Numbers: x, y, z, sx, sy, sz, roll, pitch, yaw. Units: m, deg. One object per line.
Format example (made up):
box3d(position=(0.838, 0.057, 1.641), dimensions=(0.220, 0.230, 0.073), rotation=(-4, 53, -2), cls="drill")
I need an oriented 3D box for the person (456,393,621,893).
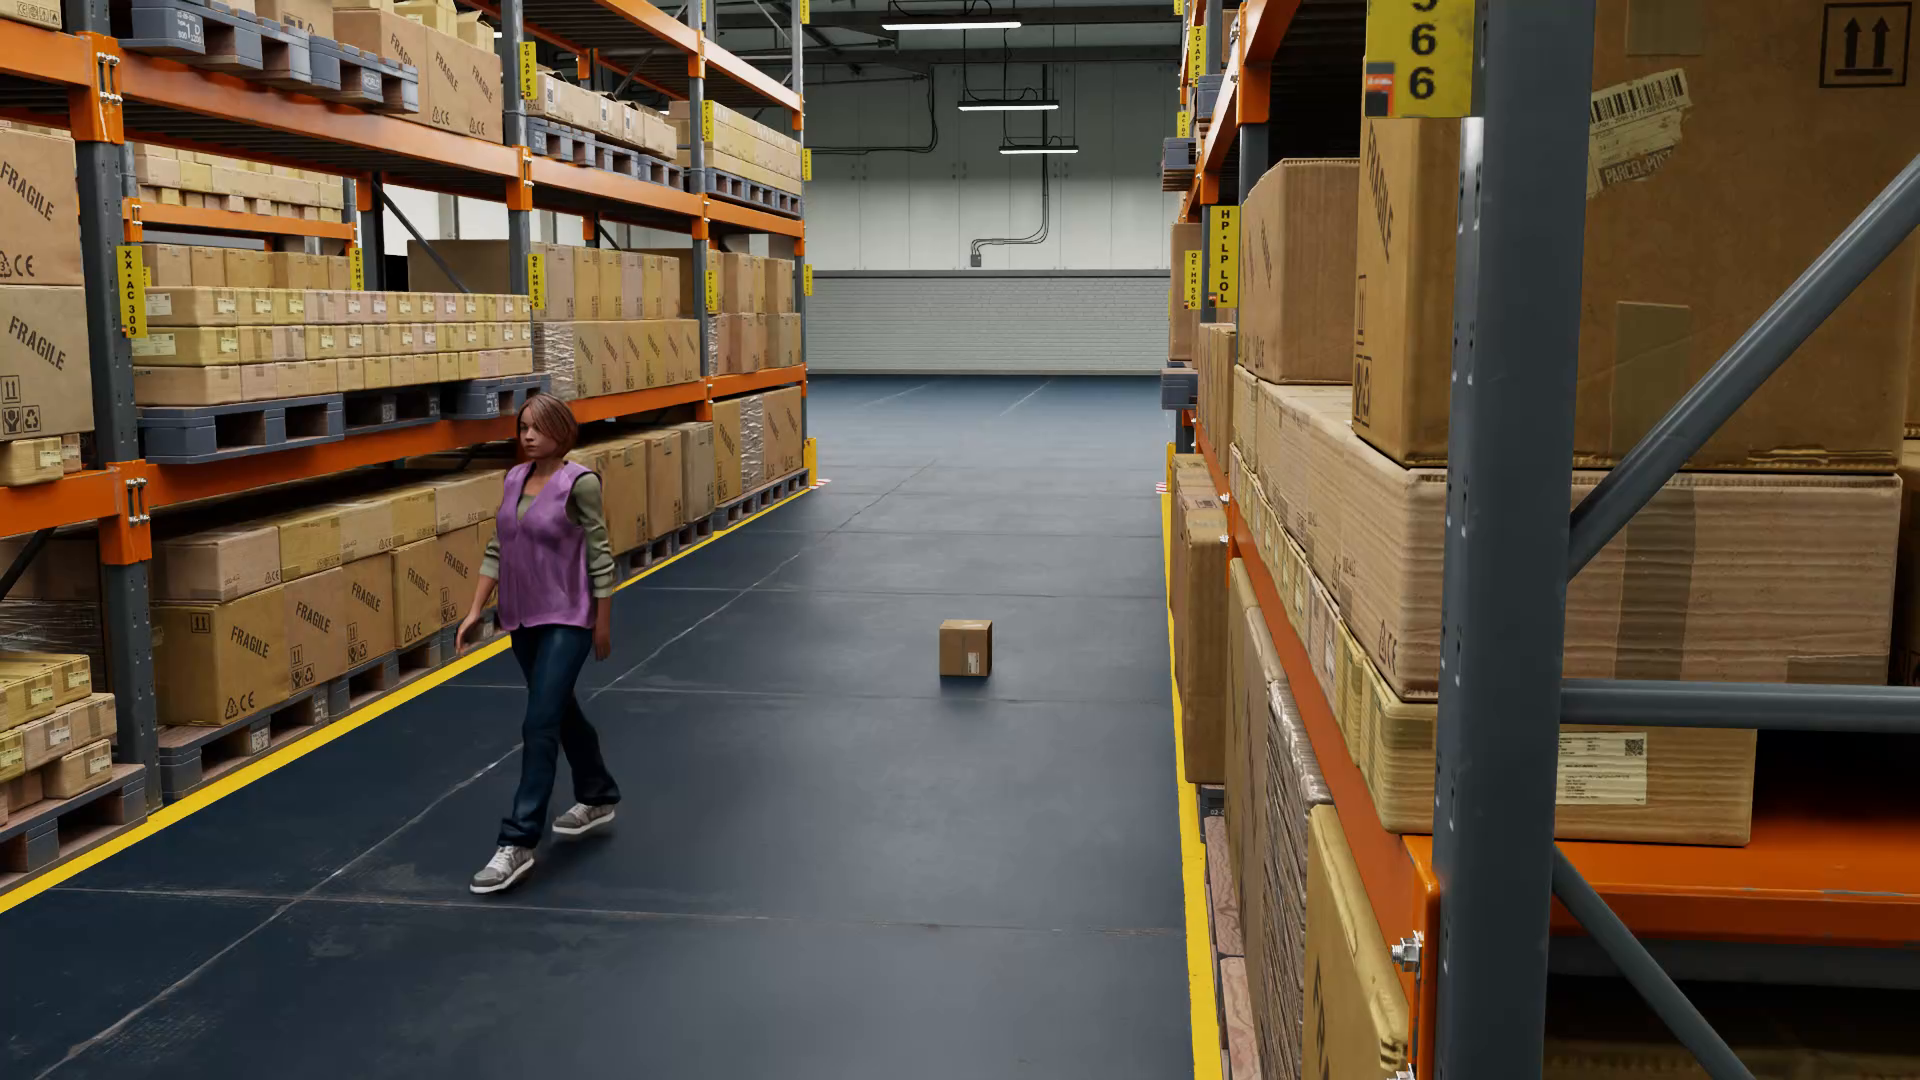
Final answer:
box3d(position=(-1.451, 0.295, 5.589), dimensions=(0.424, 1.565, 0.837), rotation=(4, 9, 30), cls="person")
